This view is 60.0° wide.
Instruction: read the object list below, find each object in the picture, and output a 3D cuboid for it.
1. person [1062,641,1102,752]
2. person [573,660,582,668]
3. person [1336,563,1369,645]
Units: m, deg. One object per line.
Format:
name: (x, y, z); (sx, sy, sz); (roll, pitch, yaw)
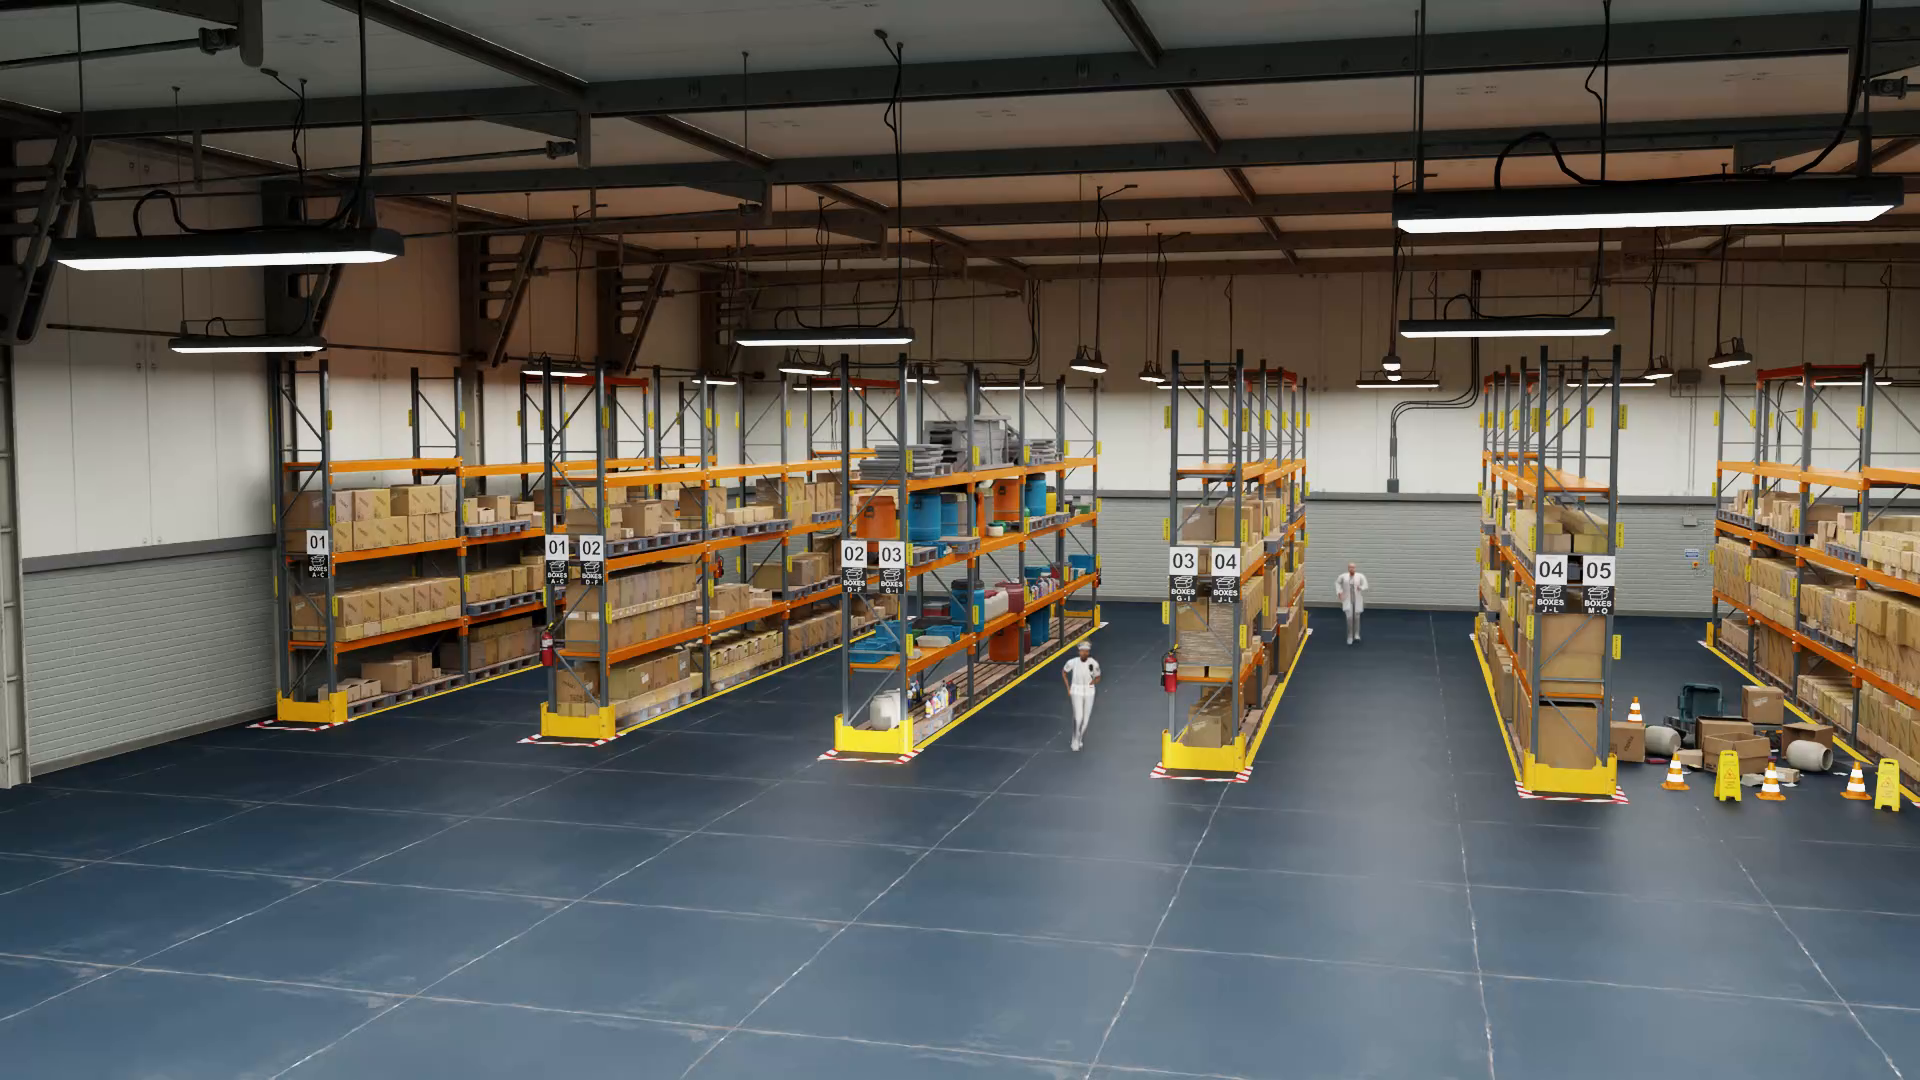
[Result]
person: (1.856, 2.356, 25.165); (0.564, 1.684, 0.715); (-1, 4, -7)
person: (-7.109, 1.816, 31.557); (0.681, 1.807, 0.926); (1, 4, 9)
person: (8.842, 1.420, 37.502); (0.713, 1.839, 0.880); (1, 4, 10)
